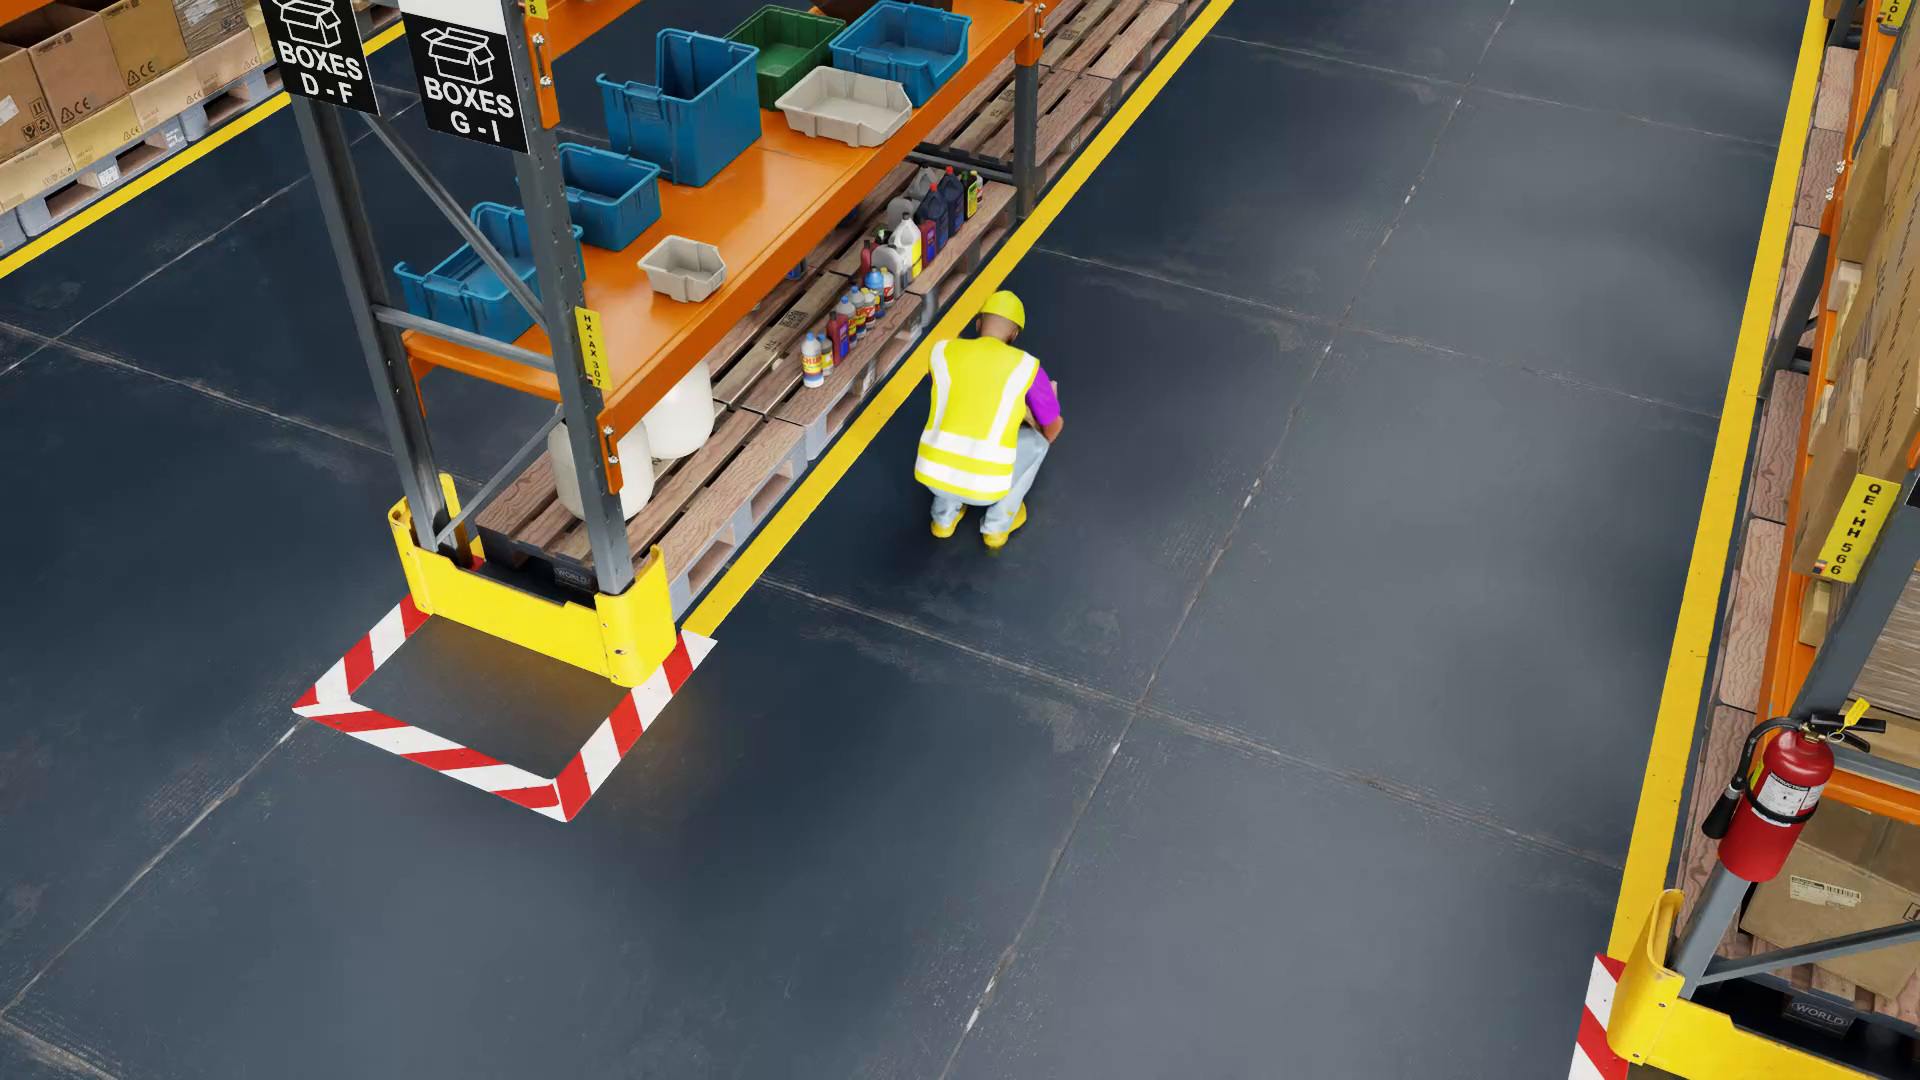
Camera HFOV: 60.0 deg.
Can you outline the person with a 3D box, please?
[{"bbox_3d":[0.107,-0.519,7.310,0.590,0.994,0.891,17,45,19],"label":"person"}]
